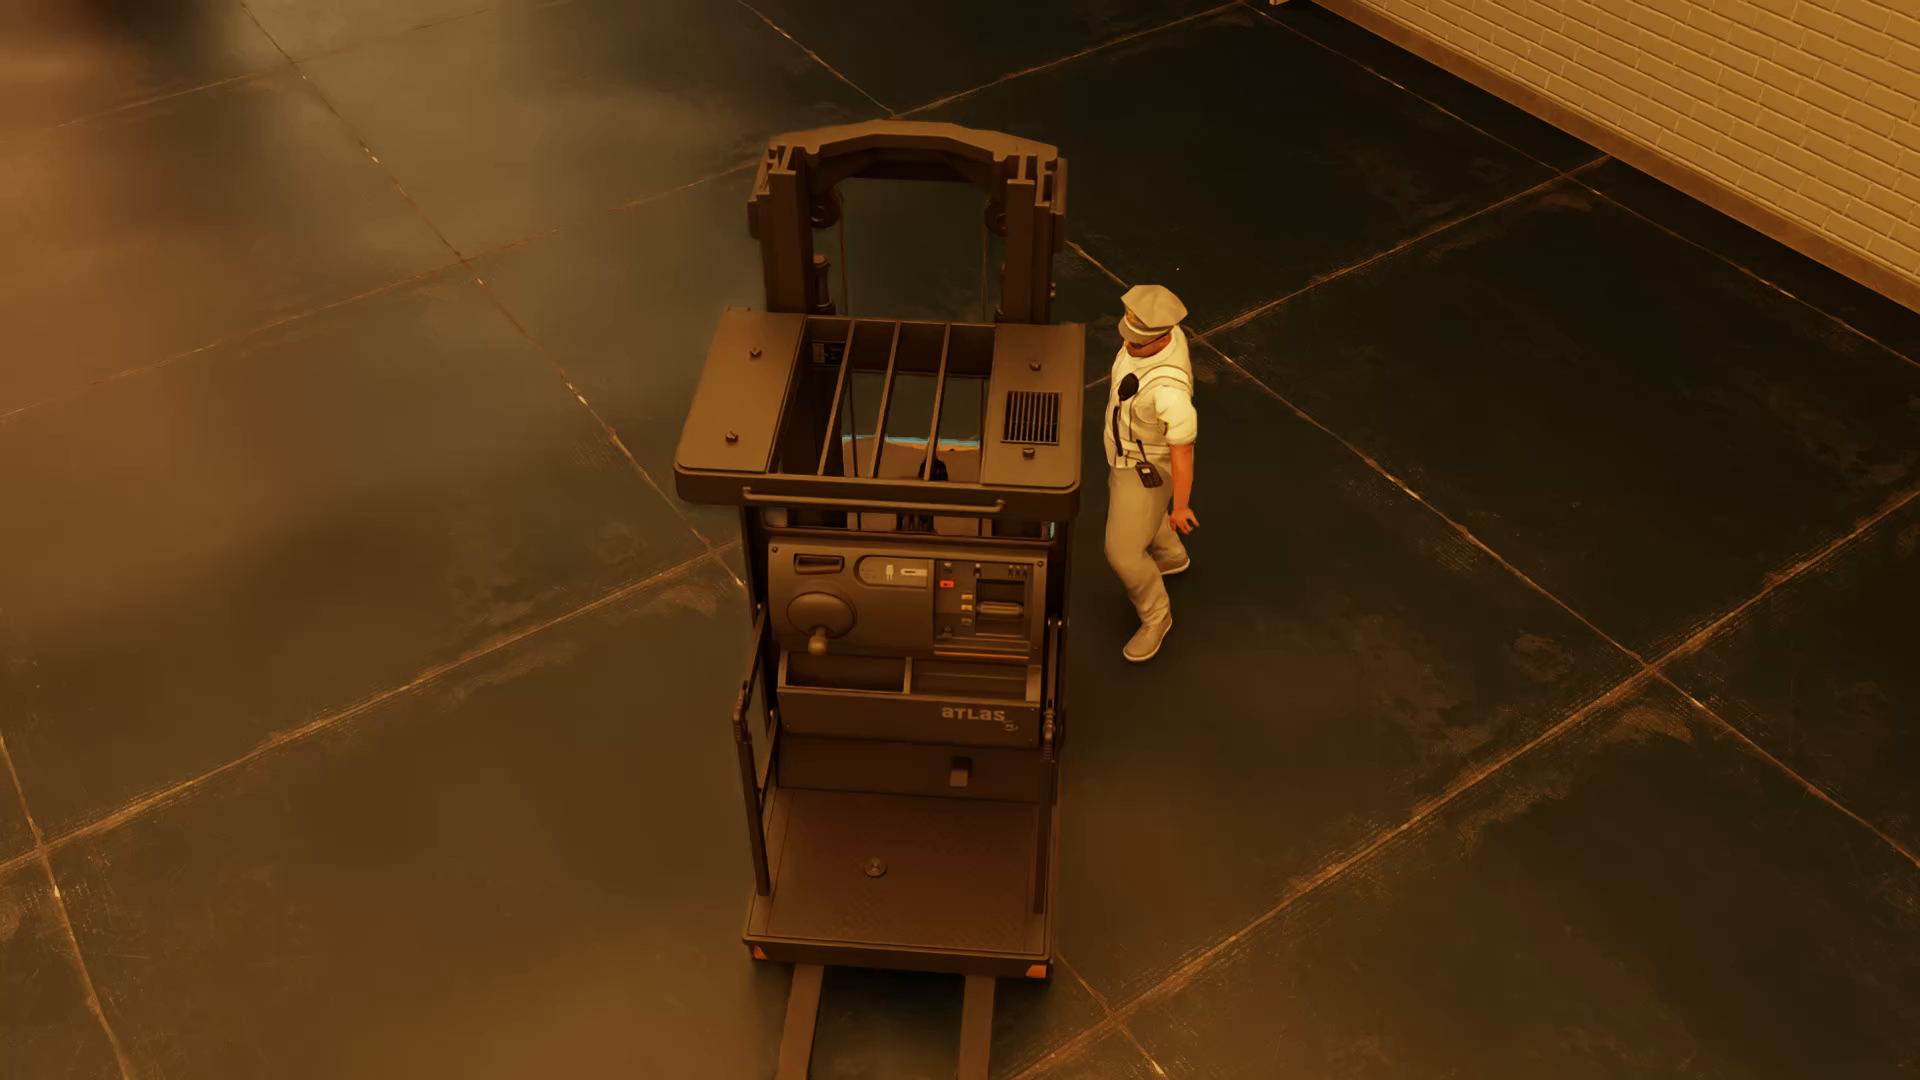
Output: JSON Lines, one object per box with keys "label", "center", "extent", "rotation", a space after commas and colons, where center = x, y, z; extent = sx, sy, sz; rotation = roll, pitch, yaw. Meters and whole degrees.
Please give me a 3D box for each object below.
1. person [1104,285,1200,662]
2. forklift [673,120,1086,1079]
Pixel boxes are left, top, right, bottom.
{"label": "person", "center": [0.835, -0.365, 7.062], "extent": [0.461, 1.733, 0.896], "rotation": [0, 43, 0]}
{"label": "forklift", "center": [-0.192, 0.292, 5.398], "extent": [1.130, 2.935, 3.031], "rotation": [3, 43, 3]}
